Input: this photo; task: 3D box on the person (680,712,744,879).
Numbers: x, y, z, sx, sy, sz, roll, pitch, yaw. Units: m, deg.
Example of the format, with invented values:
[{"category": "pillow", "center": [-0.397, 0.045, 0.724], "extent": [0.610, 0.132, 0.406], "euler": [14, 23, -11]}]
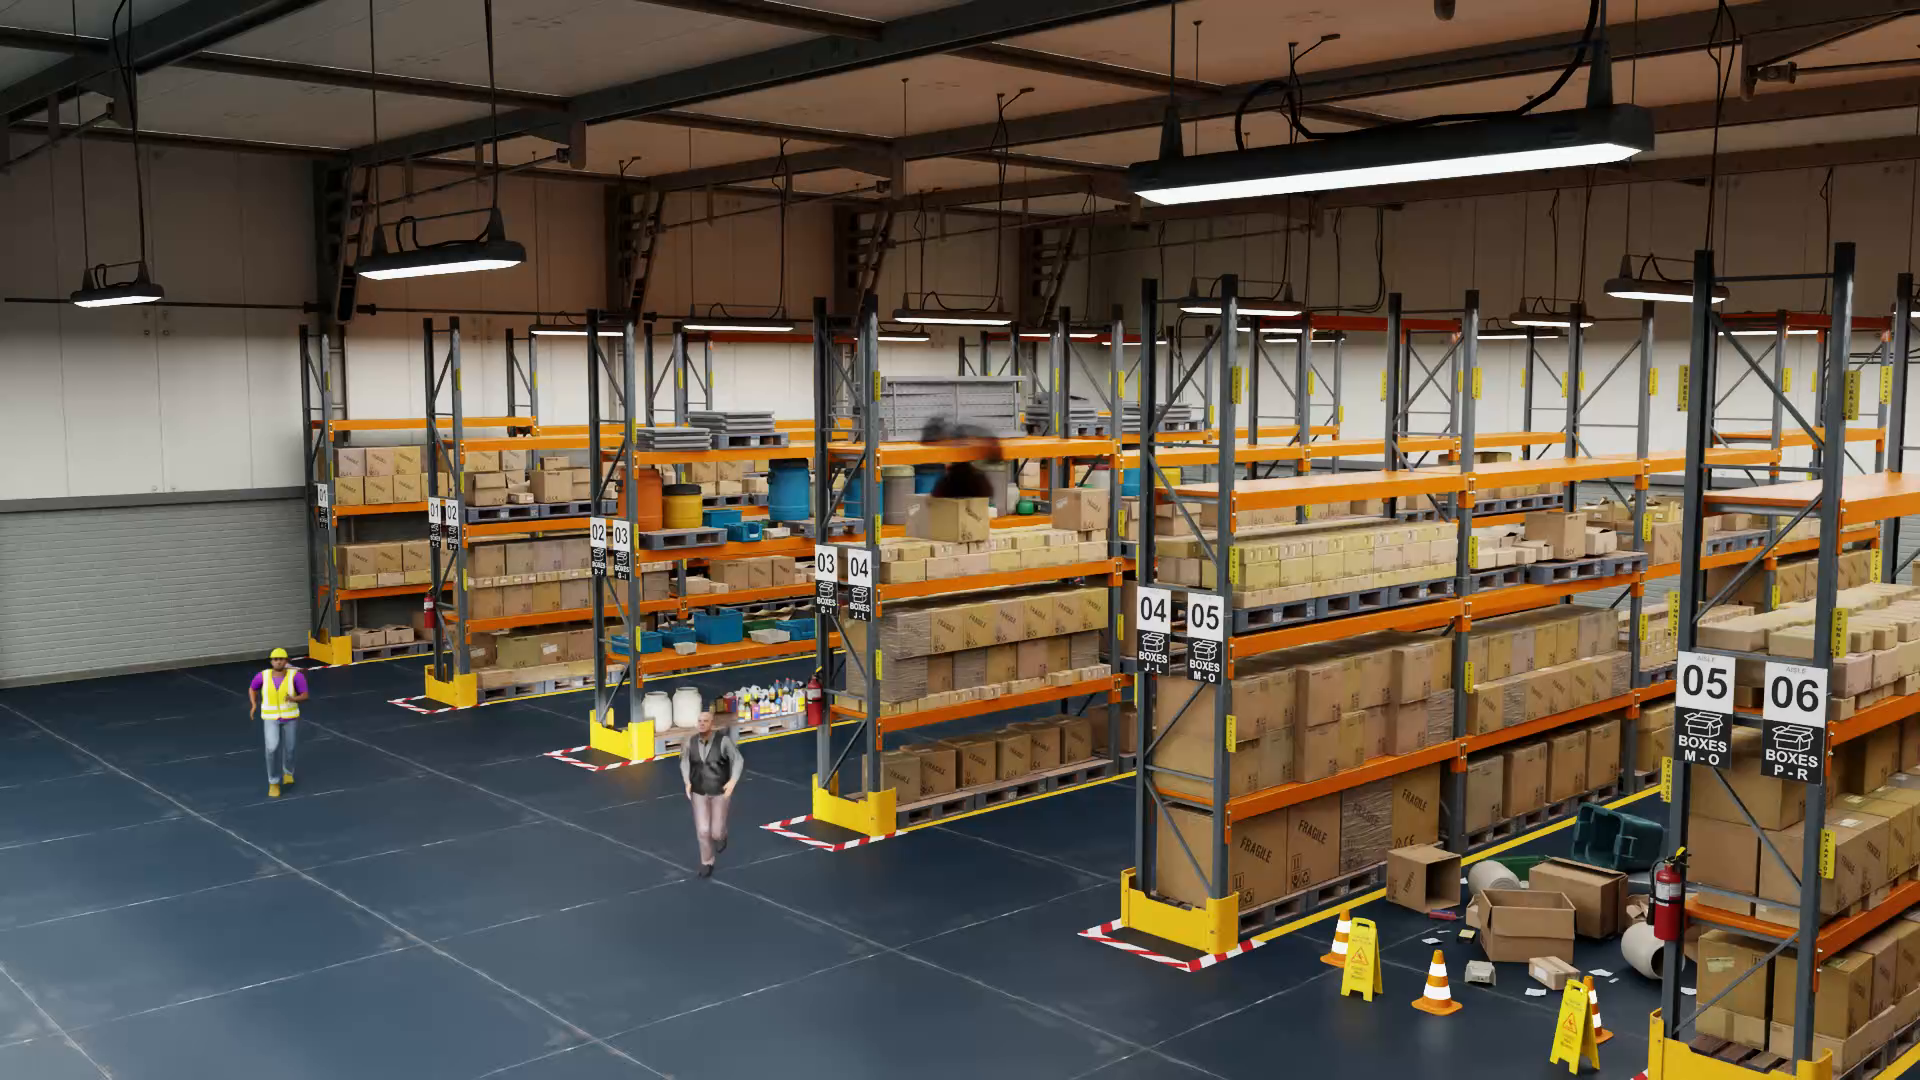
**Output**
[{"category": "person", "center": [-2.564, 2.601, 17.211], "extent": [0.664, 1.698, 0.666], "euler": [1, 6, 5]}]

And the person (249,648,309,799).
[{"category": "person", "center": [-8.348, 2.229, 20.425], "extent": [0.670, 1.830, 0.764], "euler": [-3, 6, -24]}]

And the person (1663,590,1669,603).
[{"category": "person", "center": [11.305, 1.650, 26.563], "extent": [0.914, 1.698, 0.575], "euler": [-5, 7, -39]}]
